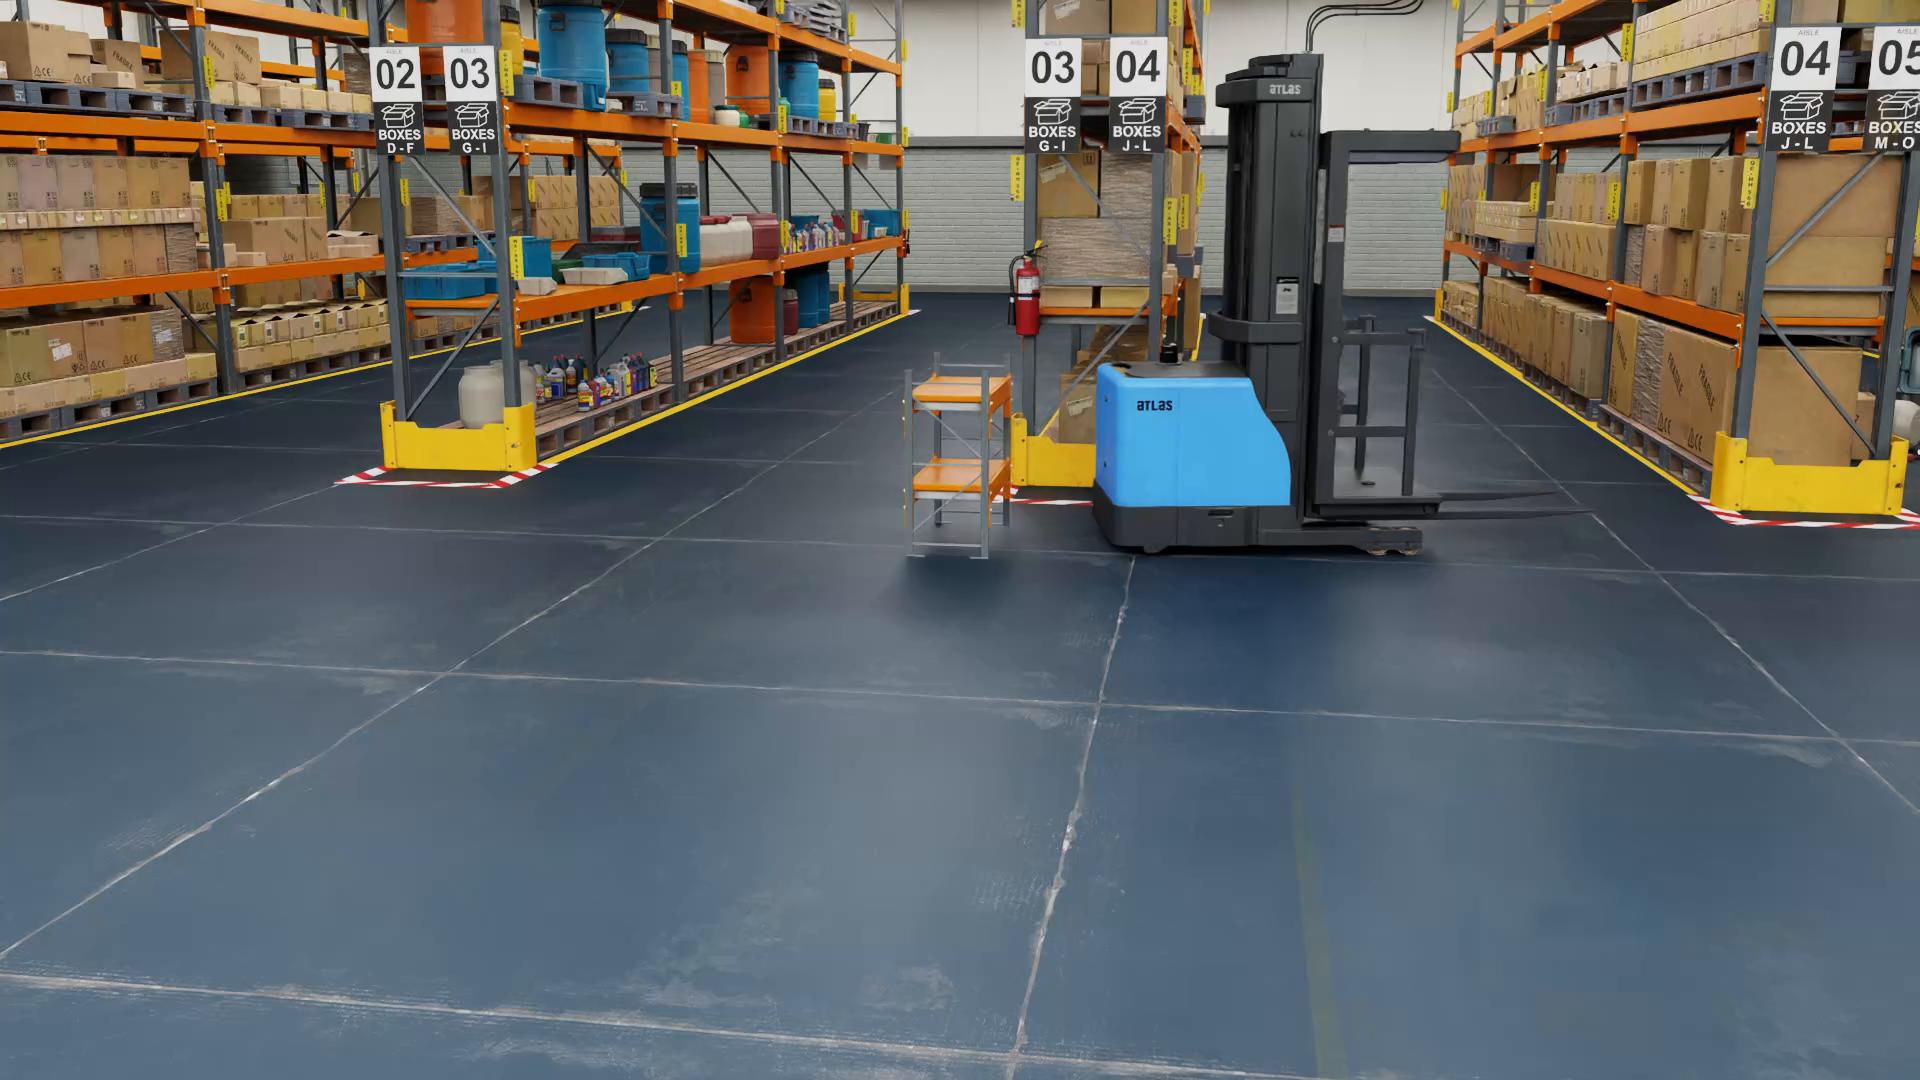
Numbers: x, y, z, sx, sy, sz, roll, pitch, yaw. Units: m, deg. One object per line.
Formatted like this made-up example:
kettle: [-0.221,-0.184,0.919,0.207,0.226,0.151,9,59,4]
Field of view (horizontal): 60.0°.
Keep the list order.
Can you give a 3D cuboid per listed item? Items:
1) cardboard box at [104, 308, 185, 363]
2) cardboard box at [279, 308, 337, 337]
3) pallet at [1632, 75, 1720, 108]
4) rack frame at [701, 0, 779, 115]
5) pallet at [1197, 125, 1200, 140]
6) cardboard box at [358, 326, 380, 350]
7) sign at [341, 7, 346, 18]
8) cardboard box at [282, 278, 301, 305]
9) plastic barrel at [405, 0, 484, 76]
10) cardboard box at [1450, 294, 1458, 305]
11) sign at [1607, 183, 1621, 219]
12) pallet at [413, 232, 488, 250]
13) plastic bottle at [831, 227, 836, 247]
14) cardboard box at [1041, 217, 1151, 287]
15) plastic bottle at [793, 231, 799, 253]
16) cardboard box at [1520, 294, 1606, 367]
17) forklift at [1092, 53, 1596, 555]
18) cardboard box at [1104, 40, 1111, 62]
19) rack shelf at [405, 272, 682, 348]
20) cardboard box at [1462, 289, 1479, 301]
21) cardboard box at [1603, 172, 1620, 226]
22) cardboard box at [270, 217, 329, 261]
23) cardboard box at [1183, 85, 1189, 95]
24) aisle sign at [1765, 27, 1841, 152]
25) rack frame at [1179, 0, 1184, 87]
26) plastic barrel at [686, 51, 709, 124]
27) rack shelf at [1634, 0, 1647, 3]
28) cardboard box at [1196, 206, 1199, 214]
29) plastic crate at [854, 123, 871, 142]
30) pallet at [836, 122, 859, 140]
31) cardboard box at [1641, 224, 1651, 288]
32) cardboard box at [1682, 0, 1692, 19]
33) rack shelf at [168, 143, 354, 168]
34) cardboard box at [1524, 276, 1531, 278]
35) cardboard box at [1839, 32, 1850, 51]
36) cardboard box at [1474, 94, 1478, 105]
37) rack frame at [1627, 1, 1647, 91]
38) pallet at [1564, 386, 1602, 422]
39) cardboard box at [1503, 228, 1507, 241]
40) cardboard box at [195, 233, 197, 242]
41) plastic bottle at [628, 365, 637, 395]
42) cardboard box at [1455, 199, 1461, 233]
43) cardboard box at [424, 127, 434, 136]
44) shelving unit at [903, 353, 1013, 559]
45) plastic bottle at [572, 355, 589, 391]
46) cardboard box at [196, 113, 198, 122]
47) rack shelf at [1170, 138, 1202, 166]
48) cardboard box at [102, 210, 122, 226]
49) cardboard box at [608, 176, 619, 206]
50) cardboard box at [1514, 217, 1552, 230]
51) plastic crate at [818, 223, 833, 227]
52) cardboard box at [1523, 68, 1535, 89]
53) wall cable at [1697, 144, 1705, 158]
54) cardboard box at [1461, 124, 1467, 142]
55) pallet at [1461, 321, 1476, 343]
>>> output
cardboard box: [-8.153,-2.050,16.636,0.500,0.500,0.500,2,12,9]
cardboard box: [-7.665,-2.563,19.464,0.500,0.311,0.500,2,12,10]
pallet: [6.328,-3.779,14.000,1.003,0.211,1.213,2,12,9]
rack frame: [-2.700,-6.634,19.915,1.000,3.000,0.127,2,12,9]
pallet: [3.135,-6.219,25.323,1.003,0.211,1.213,2,12,9]
cardboard box: [-7.510,-2.499,20.497,0.500,0.250,0.500,2,12,8]
sign: [-10.725,-9.095,28.929,0.100,0.325,0.005,2,12,9]
cardboard box: [-11.496,-4.202,27.806,0.700,0.500,0.500,2,12,10]
plastic barrel: [-3.982,-4.023,12.902,0.600,0.830,0.708,2,12,9]
cardboard box: [7.780,-3.722,25.706,0.380,0.149,0.250,2,12,10]
sign: [5.926,-3.069,15.053,0.100,0.325,0.005,2,12,9]
pallet: [-7.300,-4.173,23.194,1.003,0.211,1.213,2,12,9]
plastic bottle: [-1.817,-4.334,23.763,0.061,0.283,0.133,2,12,9]
cardboard box: [1.075,-2.183,12.560,0.875,0.500,0.500,2,12,9]
plastic bottle: [-2.142,-3.894,21.721,0.061,0.283,0.133,2,12,9]
cardboard box: [6.896,-2.340,18.577,1.050,0.750,0.750,2,12,8]
forklift: [2.404,-1.450,10.267,3.031,2.935,1.130,-1,12,-3]
cardboard box: [1.234,-3.513,11.964,0.380,0.149,0.250,2,12,8]
rack shelf: [-3.623,-2.100,14.827,1.077,0.370,4.000,2,12,9]
cardboard box: [7.590,-3.594,24.407,0.380,0.149,0.250,1,12,6]
cardboard box: [6.611,-3.274,15.957,0.700,0.500,0.500,2,12,8]
cardboard box: [-7.836,-3.561,19.661,0.500,0.500,0.500,1,12,6]
cardboard box: [2.208,-4.983,17.951,0.500,0.500,0.500,2,12,10]
aisle sign: [5.541,-2.959,10.934,0.394,0.787,0.004,2,12,9]
rack frame: [1.578,-5.641,15.306,1.000,3.000,0.127,2,12,9]
plastic barrel: [-3.142,-5.077,18.793,0.600,0.830,0.708,2,12,9]
rack shelf: [6.156,-4.495,12.649,1.077,0.370,4.000,2,12,9]
cardboard box: [3.609,-5.535,26.925,0.500,0.500,0.500,2,12,9]
plastic crate: [-1.623,-6.186,25.267,0.497,0.269,0.590,2,12,9]
pallet: [-2.109,-5.741,23.342,1.213,0.211,1.003,2,12,9]
cardboard box: [6.357,-2.407,14.186,0.875,0.550,0.550,2,12,9]
cardboard box: [5.838,-4.132,12.897,0.380,0.149,0.250,2,12,8]
rack shelf: [-11.567,-6.386,27.591,1.077,0.370,4.000,2,12,9]
cardboard box: [7.829,-3.378,22.205,0.500,0.250,0.500,2,12,7]
cardboard box: [6.257,-3.405,11.416,0.380,0.149,0.250,2,12,9]
cardboard box: [7.646,-6.368,24.024,0.380,0.149,0.250,2,12,8]
rack frame: [6.464,-5.459,14.463,1.000,3.000,0.127,2,12,9]
pallet: [6.508,-1.326,16.145,1.003,0.211,1.213,2,12,9]
cardboard box: [6.822,-3.716,20.215,0.380,0.149,0.250,2,12,8]
cardboard box: [-11.747,-4.556,25.064,0.380,0.149,0.250,2,12,10]
plastic bottle: [-3.143,-1.537,15.908,0.061,0.283,0.133,3,12,12]
cardboard box: [7.822,-4.920,25.260,0.500,0.500,0.500,2,12,9]
cardboard box: [-7.482,-5.576,21.887,0.910,0.500,0.500,2,12,9]
shelving unit: [0.001,-0.551,10.381,0.538,1.125,1.048,2,12,9]
plastic bottle: [-3.707,-1.629,16.177,0.144,0.351,0.185,2,12,9]
cardboard box: [-12.001,-6.652,26.241,0.500,0.250,0.500,2,12,9]
rack shelf: [3.116,-5.904,25.357,1.077,0.370,4.000,2,12,9]
cardboard box: [-8.236,-3.068,15.831,0.380,0.149,0.250,2,12,10]
cardboard box: [-6.161,-5.964,28.435,0.500,0.500,0.500,2,12,8]
cardboard box: [6.705,-3.704,19.455,0.380,0.149,0.250,2,12,10]
plastic crate: [-2.082,-4.937,26.535,0.416,0.233,0.300,2,12,9]
cardboard box: [7.062,-5.609,20.227,0.396,0.266,0.258,2,12,9]
wall cable: [14.060,-6.571,31.379,0.585,1.953,0.123,2,12,9]
cardboard box: [7.836,-6.115,24.983,0.500,0.250,0.500,1,12,7]
pallet: [7.763,-2.969,23.770,1.003,0.211,1.213,2,12,9]
